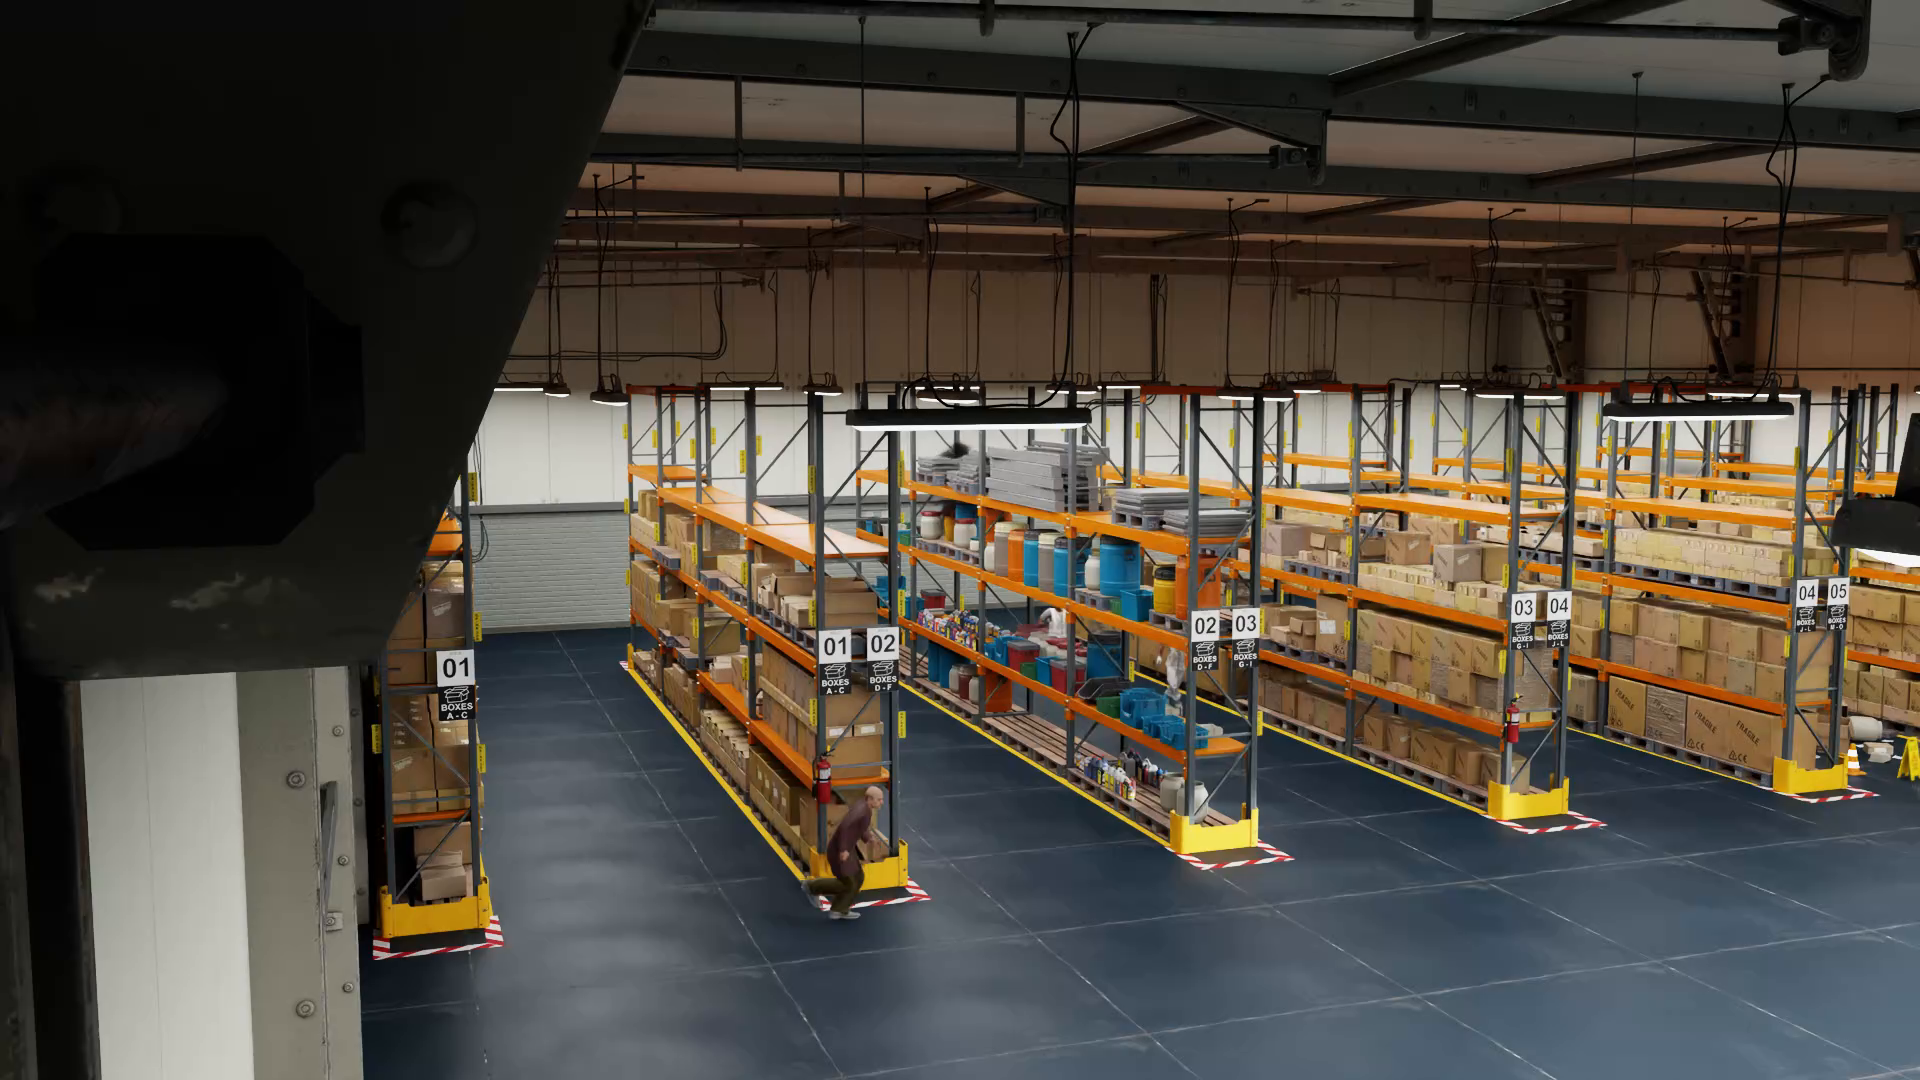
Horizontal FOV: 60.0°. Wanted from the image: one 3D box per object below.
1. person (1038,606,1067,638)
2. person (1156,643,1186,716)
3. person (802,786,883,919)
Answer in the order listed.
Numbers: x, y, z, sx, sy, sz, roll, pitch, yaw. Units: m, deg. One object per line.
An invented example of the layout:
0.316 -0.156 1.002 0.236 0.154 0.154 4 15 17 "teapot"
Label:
1.996 1.993 33.476 0.654 1.792 0.714 -4 7 -31 "person"
3.958 2.361 30.499 0.688 1.605 1.097 -1 6 -7 "person"
-1.350 3.590 19.051 0.964 1.581 0.728 1 6 8 "person"
